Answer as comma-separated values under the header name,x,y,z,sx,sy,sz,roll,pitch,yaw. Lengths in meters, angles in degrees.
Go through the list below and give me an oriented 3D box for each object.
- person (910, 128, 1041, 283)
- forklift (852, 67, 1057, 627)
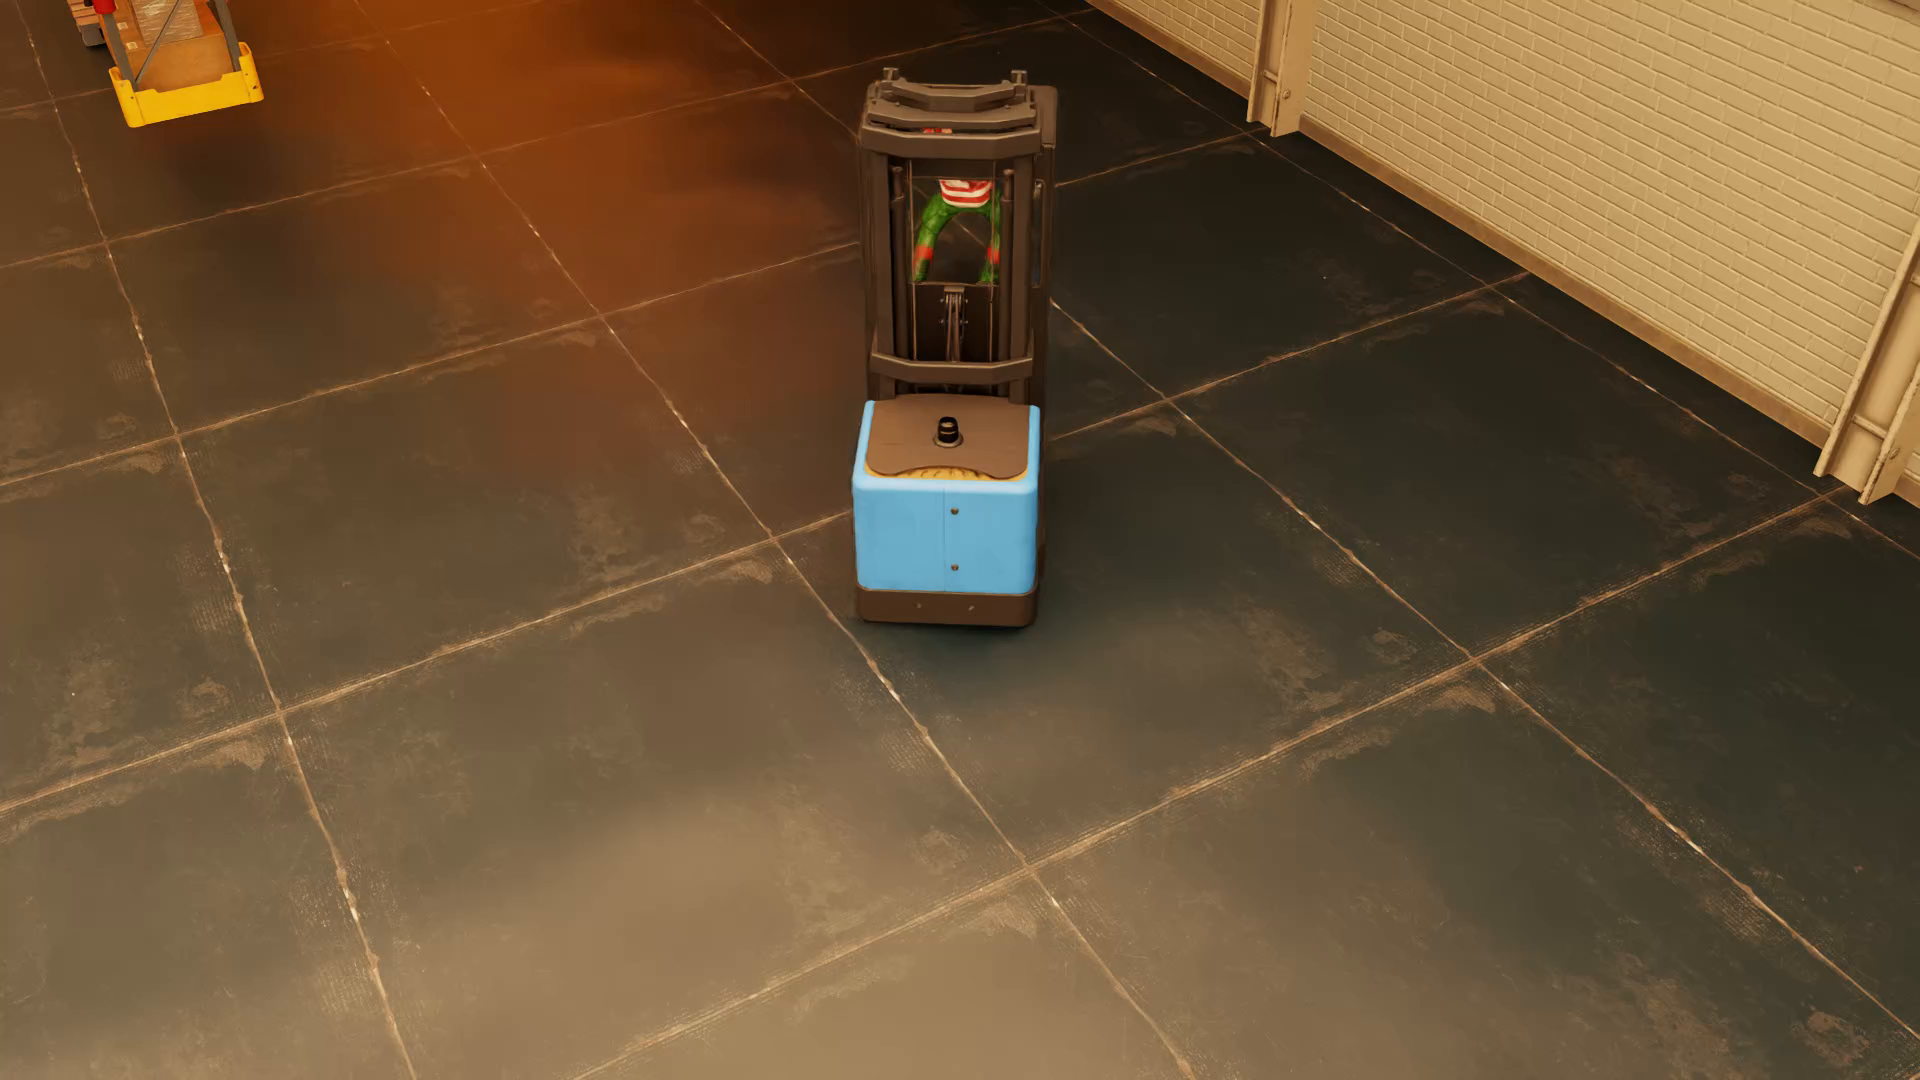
name,x,y,z,sx,sy,sz,roll,pitch,yaw
person,0.169,-2.506,12.103,0.997,1.557,0.808,9,41,11
forklift,-0.009,-1.551,9.906,1.130,2.935,3.031,2,40,2
